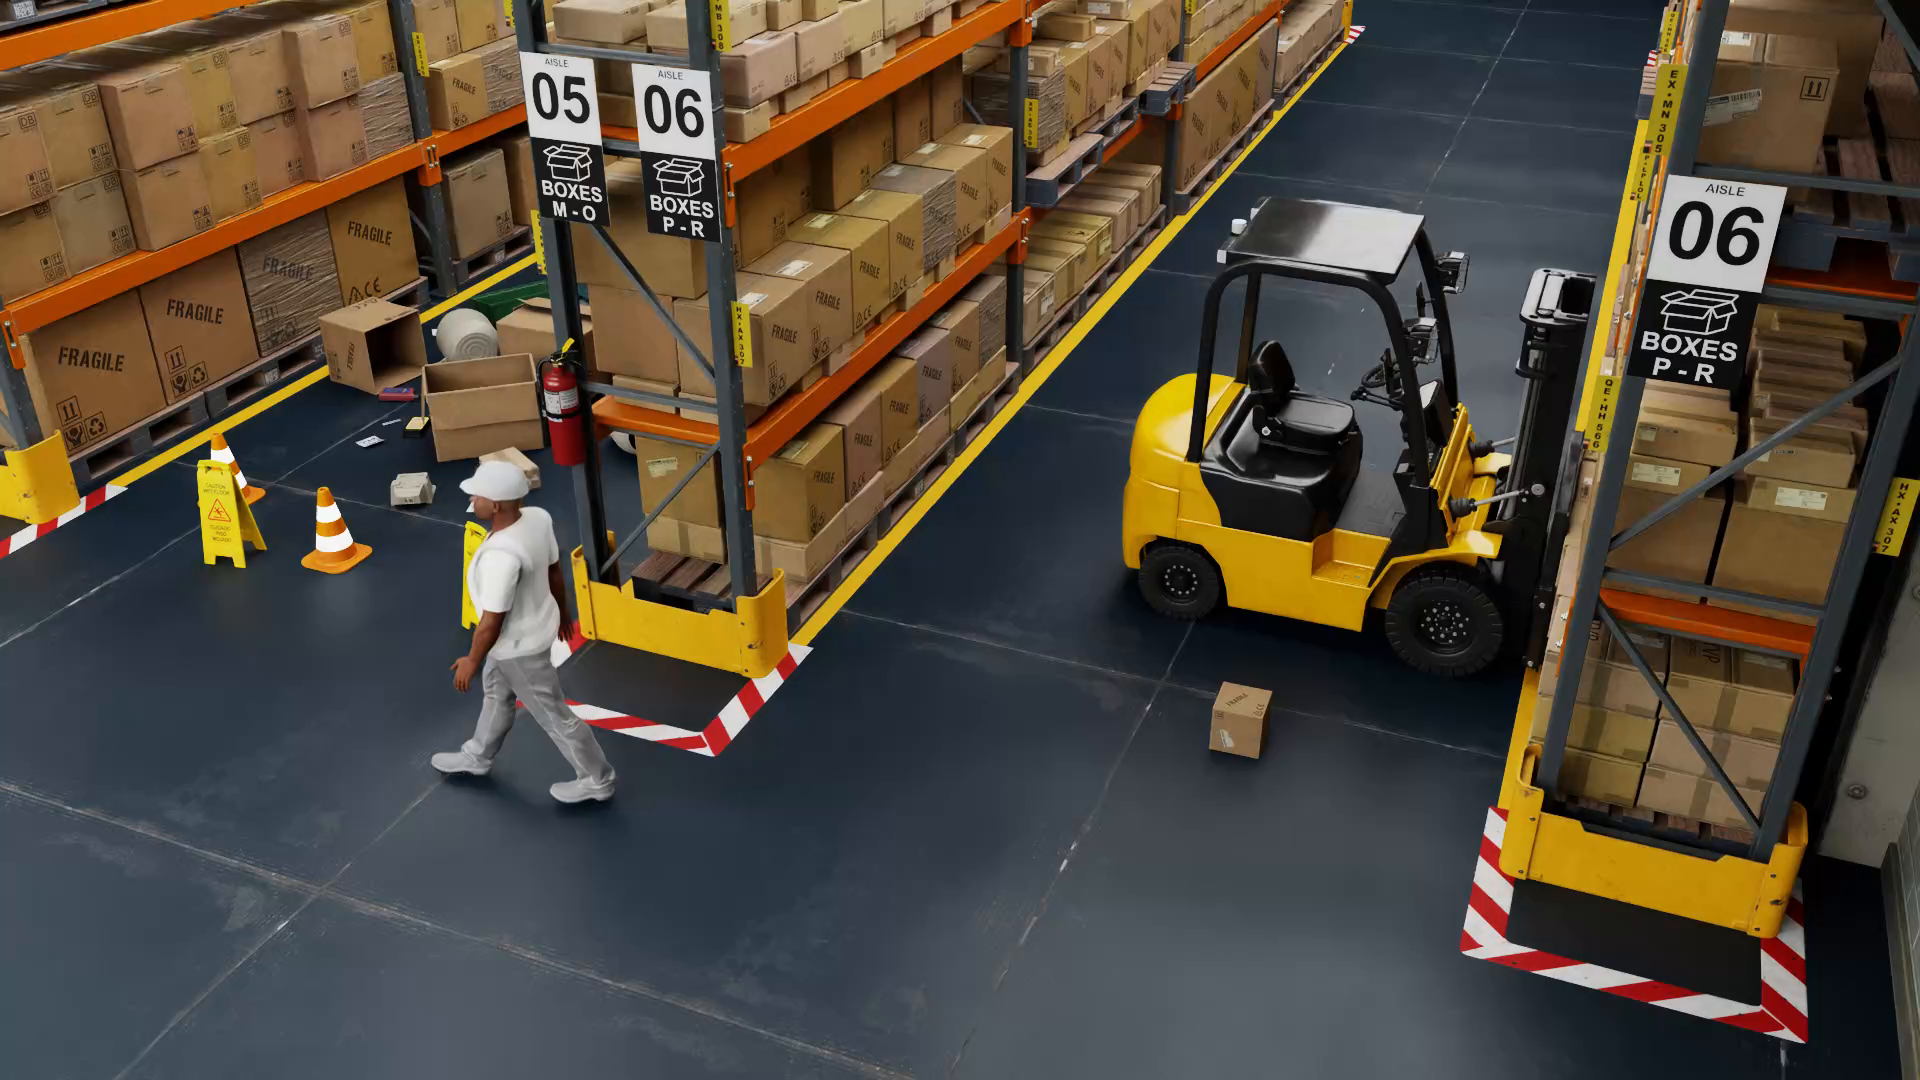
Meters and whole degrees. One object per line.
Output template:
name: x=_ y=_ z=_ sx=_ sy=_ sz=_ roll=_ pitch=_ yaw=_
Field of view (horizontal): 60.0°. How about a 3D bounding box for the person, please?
person: x=-2.103 y=0.428 z=7.580 sx=0.953 sy=1.719 sz=0.595 roll=0 pitch=29 yaw=0
